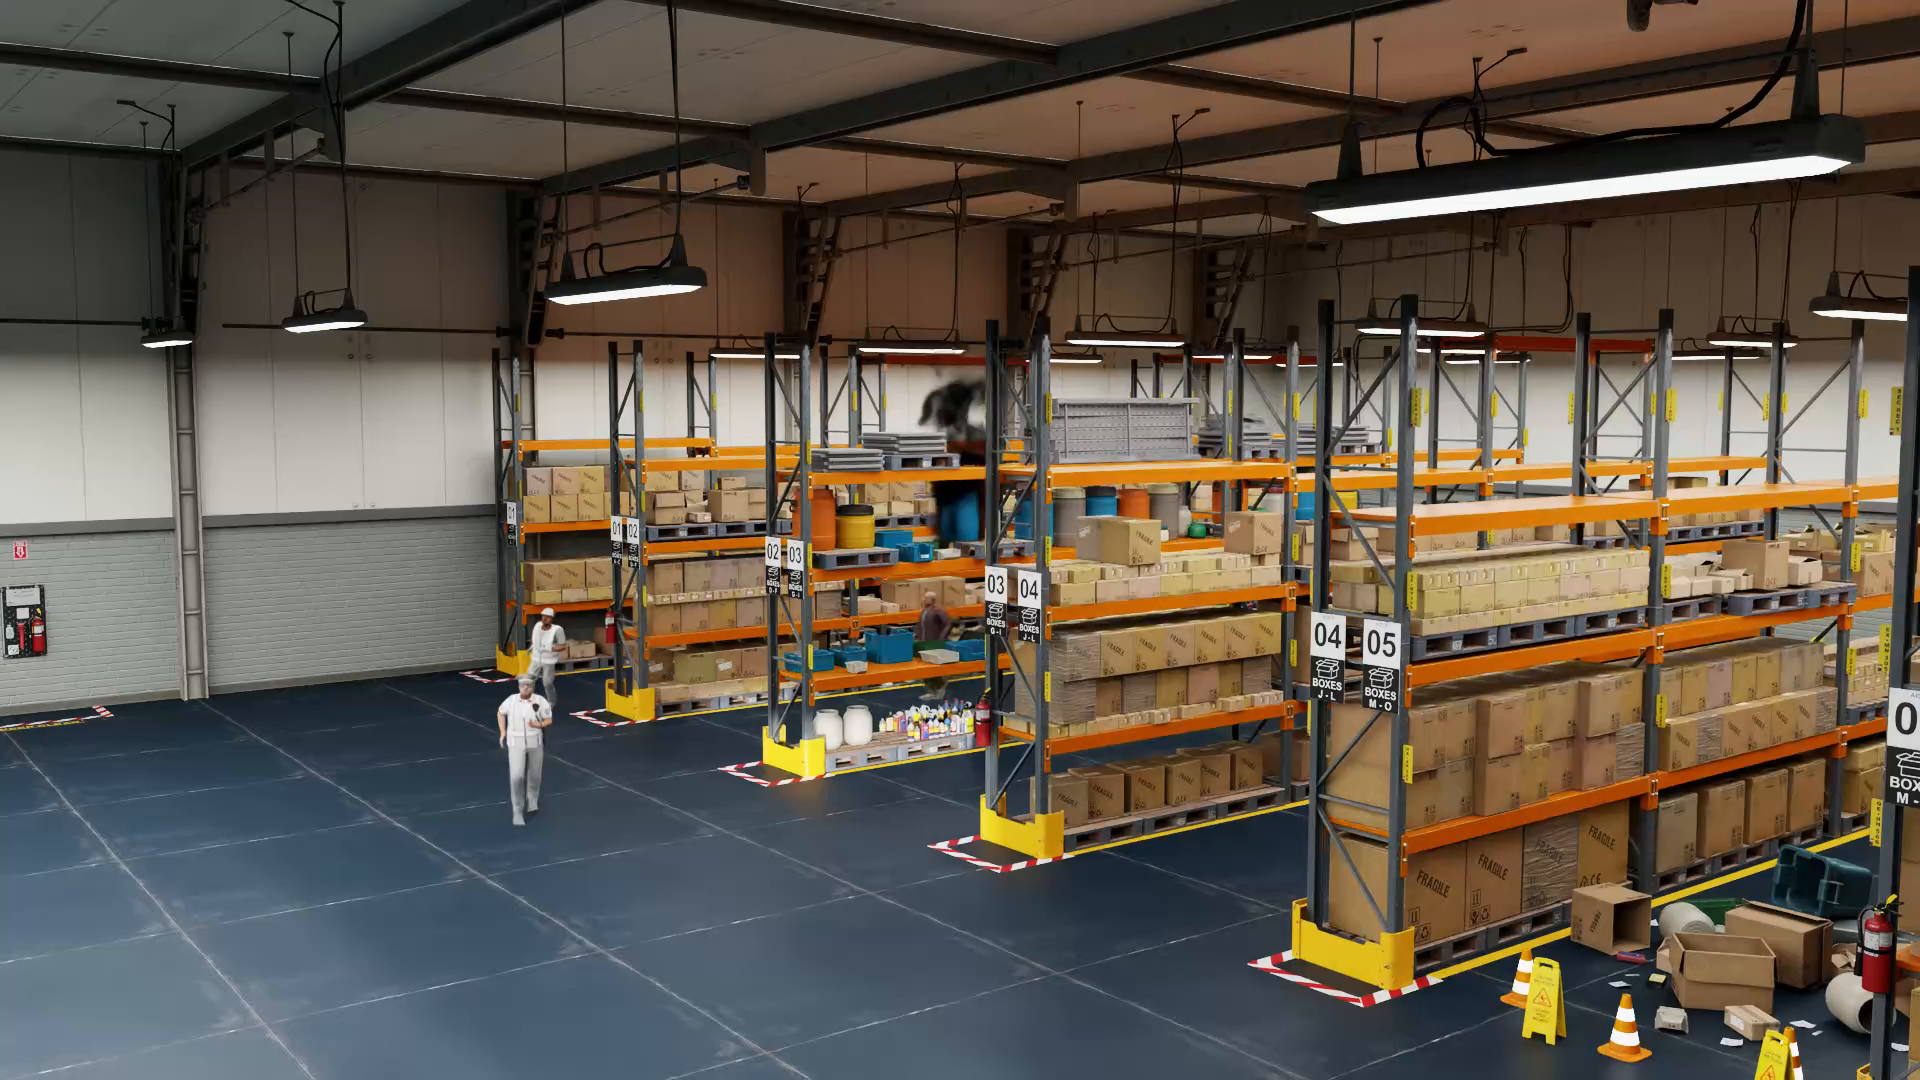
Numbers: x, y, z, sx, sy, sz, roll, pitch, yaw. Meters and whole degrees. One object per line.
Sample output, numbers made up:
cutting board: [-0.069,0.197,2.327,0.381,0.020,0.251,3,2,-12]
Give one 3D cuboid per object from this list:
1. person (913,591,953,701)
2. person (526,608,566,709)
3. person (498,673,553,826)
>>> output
person: [-0.493,1.691,26.372,0.610,1.753,0.759,-3,6,-34]
person: [-6.599,1.960,26.541,0.708,1.795,0.903,1,5,11]
person: [-5.259,2.520,20.159,0.632,1.853,0.783,-2,5,-18]
